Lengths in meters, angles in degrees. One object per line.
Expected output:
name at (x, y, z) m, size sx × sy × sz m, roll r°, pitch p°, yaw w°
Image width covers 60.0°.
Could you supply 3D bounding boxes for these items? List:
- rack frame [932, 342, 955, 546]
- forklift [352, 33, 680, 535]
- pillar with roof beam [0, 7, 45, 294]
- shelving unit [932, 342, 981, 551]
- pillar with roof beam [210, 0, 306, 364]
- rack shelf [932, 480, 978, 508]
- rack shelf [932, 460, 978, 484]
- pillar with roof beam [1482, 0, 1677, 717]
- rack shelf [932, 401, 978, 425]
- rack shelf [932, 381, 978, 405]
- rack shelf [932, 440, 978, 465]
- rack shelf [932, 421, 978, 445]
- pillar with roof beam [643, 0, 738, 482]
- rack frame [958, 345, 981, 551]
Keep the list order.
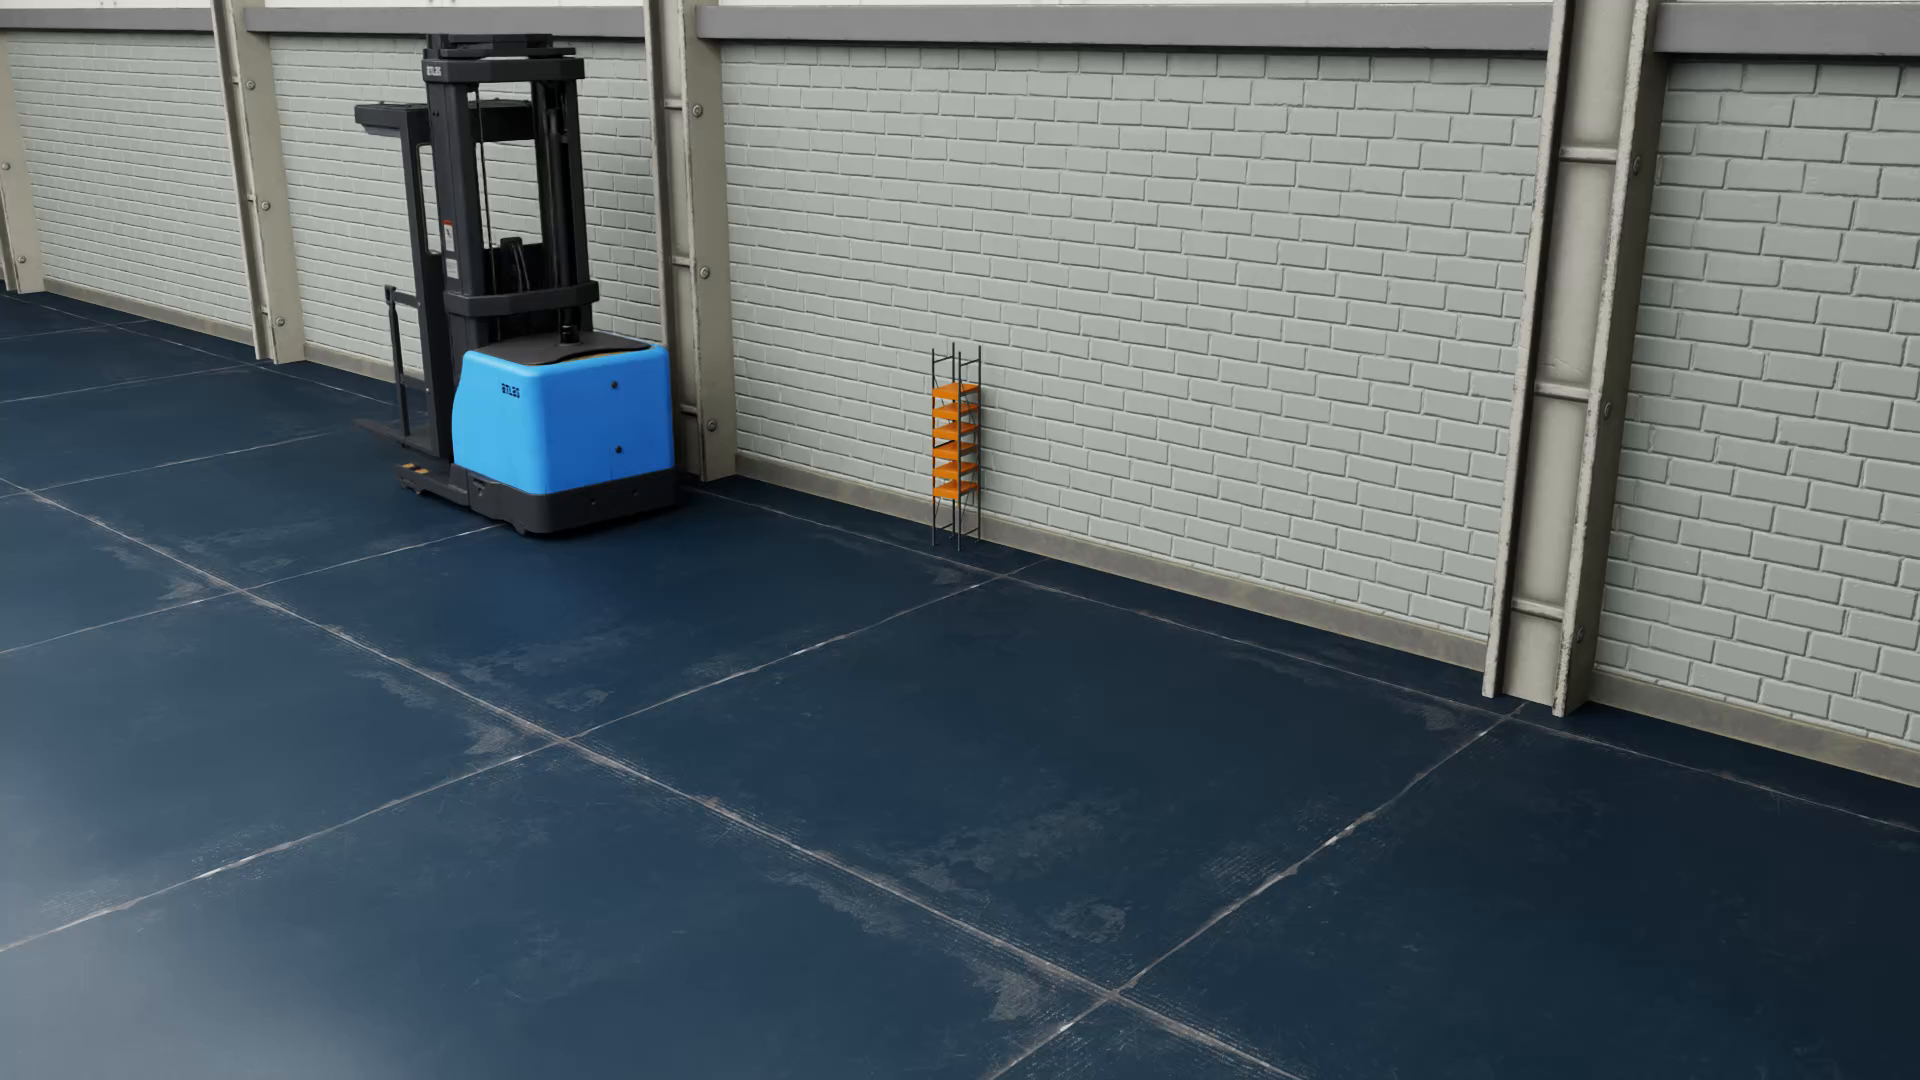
rack frame at (-0.097, -0.567, 9.914) m, size 0.006 × 1.200 × 0.240 m, roll 11°, pitch 20°, yaw 31°
forklift at (-3.167, -1.797, 10.930) m, size 1.130 × 2.935 × 3.031 m, roll -16°, pitch 23°, yaw -41°
pillar with roof beam at (-13.620, -6.196, 14.758) m, size 0.400 × 9.000 × 9.100 m, roll 15°, pitch 23°, yaw 39°
shelving unit at (-0.020, -0.552, 9.867) m, size 0.189 × 1.200 × 0.258 m, roll 11°, pitch 20°, yaw 31°
pillar with roof beam at (-9.132, -4.991, 10.962) m, size 0.400 × 9.000 × 9.100 m, roll 15°, pitch 23°, yaw 39°
rack shelf at (-0.020, -0.281, 9.952) m, size 0.180 × 0.103 × 0.258 m, roll 11°, pitch 20°, yaw 31°
rack shelf at (-0.020, -0.395, 9.916) m, size 0.180 × 0.103 × 0.258 m, roll 11°, pitch 20°, yaw 31°
pillar with roof beam at (-0.157, -2.582, 3.370) m, size 0.400 × 9.000 × 9.100 m, roll 15°, pitch 23°, yaw 39°
rack shelf at (-0.020, -0.739, 9.808) m, size 0.180 × 0.103 × 0.258 m, roll 11°, pitch 20°, yaw 31°
rack shelf at (-0.020, -0.853, 9.772) m, size 0.180 × 0.103 × 0.258 m, roll 11°, pitch 20°, yaw 31°
rack shelf at (-0.020, -0.510, 9.880) m, size 0.180 × 0.103 × 0.258 m, roll 11°, pitch 20°, yaw 31°
rack shelf at (-0.020, -0.624, 9.844) m, size 0.180 × 0.103 × 0.258 m, roll 11°, pitch 20°, yaw 31°
pillar with roof beam at (-4.644, -3.786, 7.166) m, size 0.400 × 9.000 × 9.100 m, roll 15°, pitch 23°, yaw 39°
rack frame at (0.057, -0.538, 9.820) m, size 0.006 × 1.200 × 0.240 m, roll 11°, pitch 20°, yaw 31°
